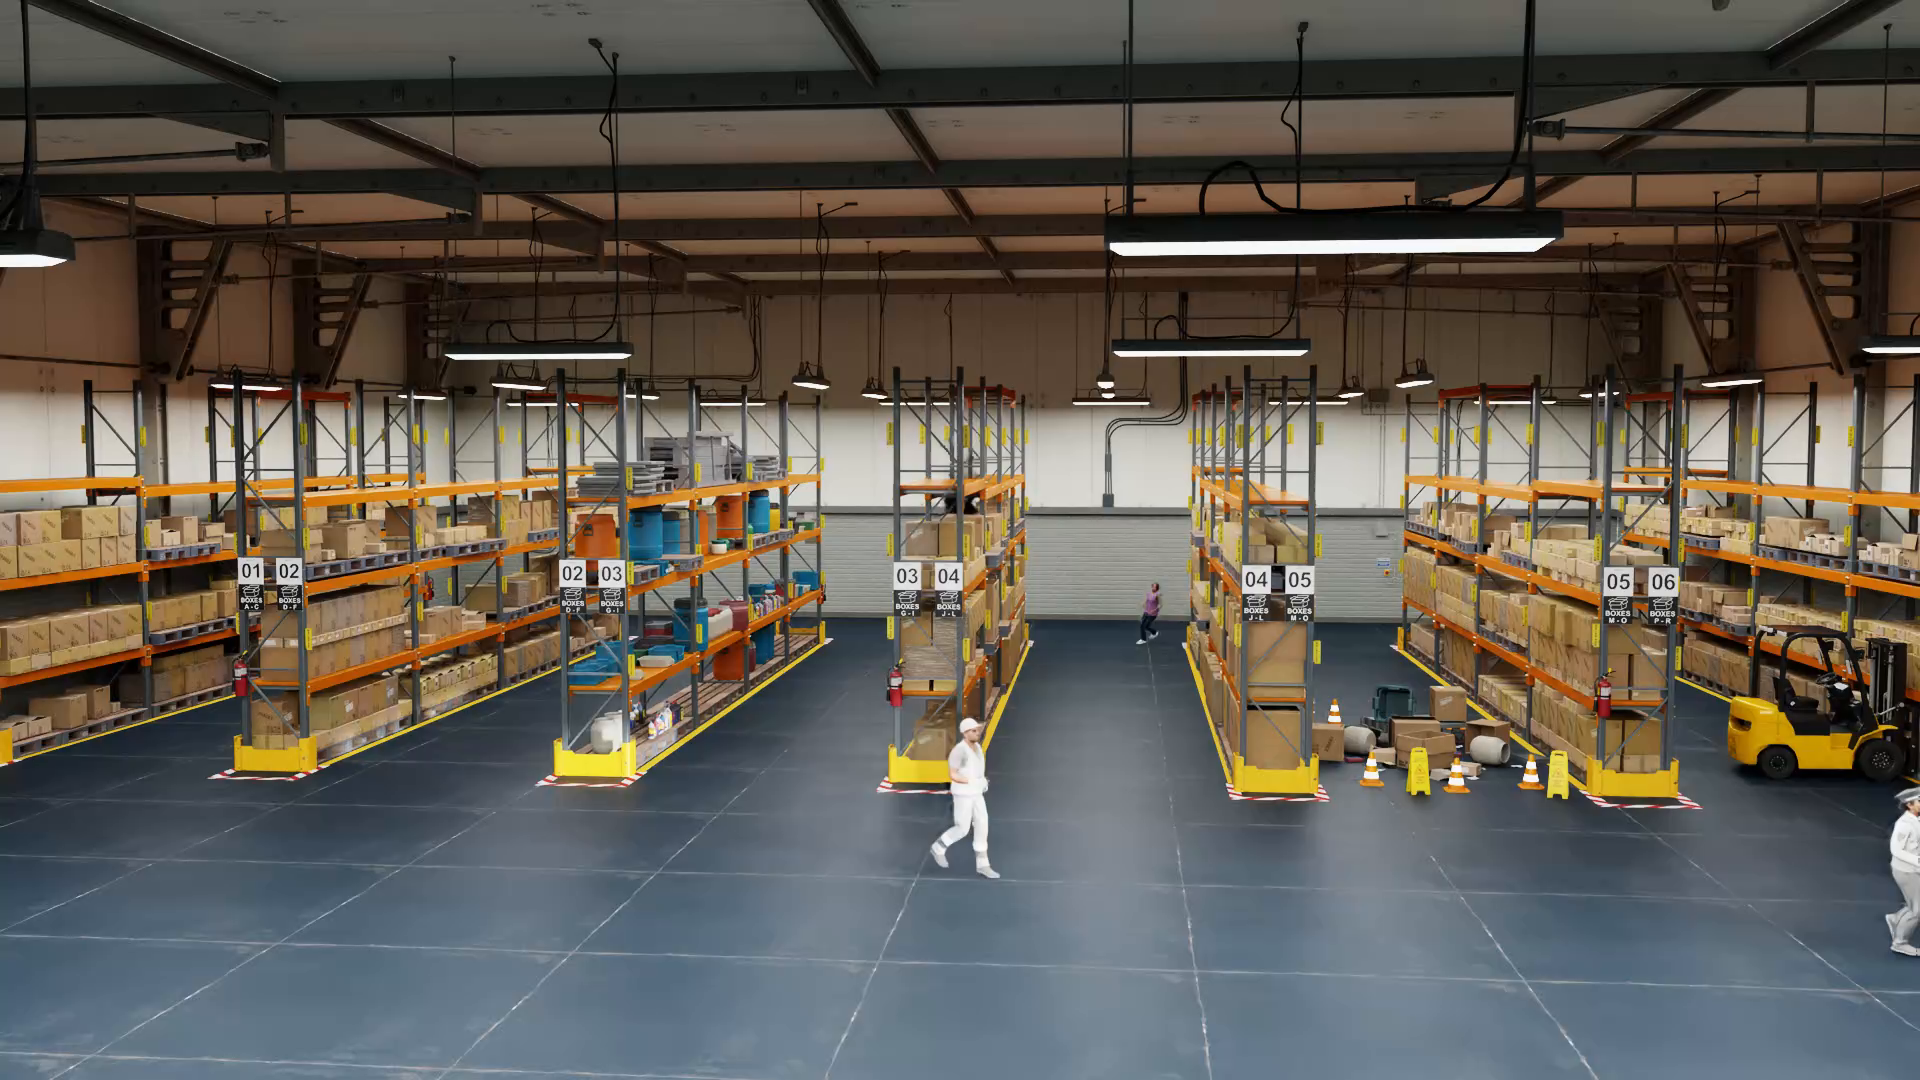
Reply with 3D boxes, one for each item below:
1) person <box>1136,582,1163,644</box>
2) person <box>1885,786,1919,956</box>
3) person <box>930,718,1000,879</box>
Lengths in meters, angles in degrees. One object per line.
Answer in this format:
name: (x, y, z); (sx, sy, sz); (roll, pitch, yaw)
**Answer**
person: (4.647, 1.765, 40.081); (0.595, 1.514, 0.591); (-3, 5, -39)
person: (9.176, 3.179, 15.999); (0.592, 1.651, 0.539); (-3, 5, -40)
person: (0.070, 2.924, 18.995); (0.872, 1.801, 0.685); (2, 4, 33)
